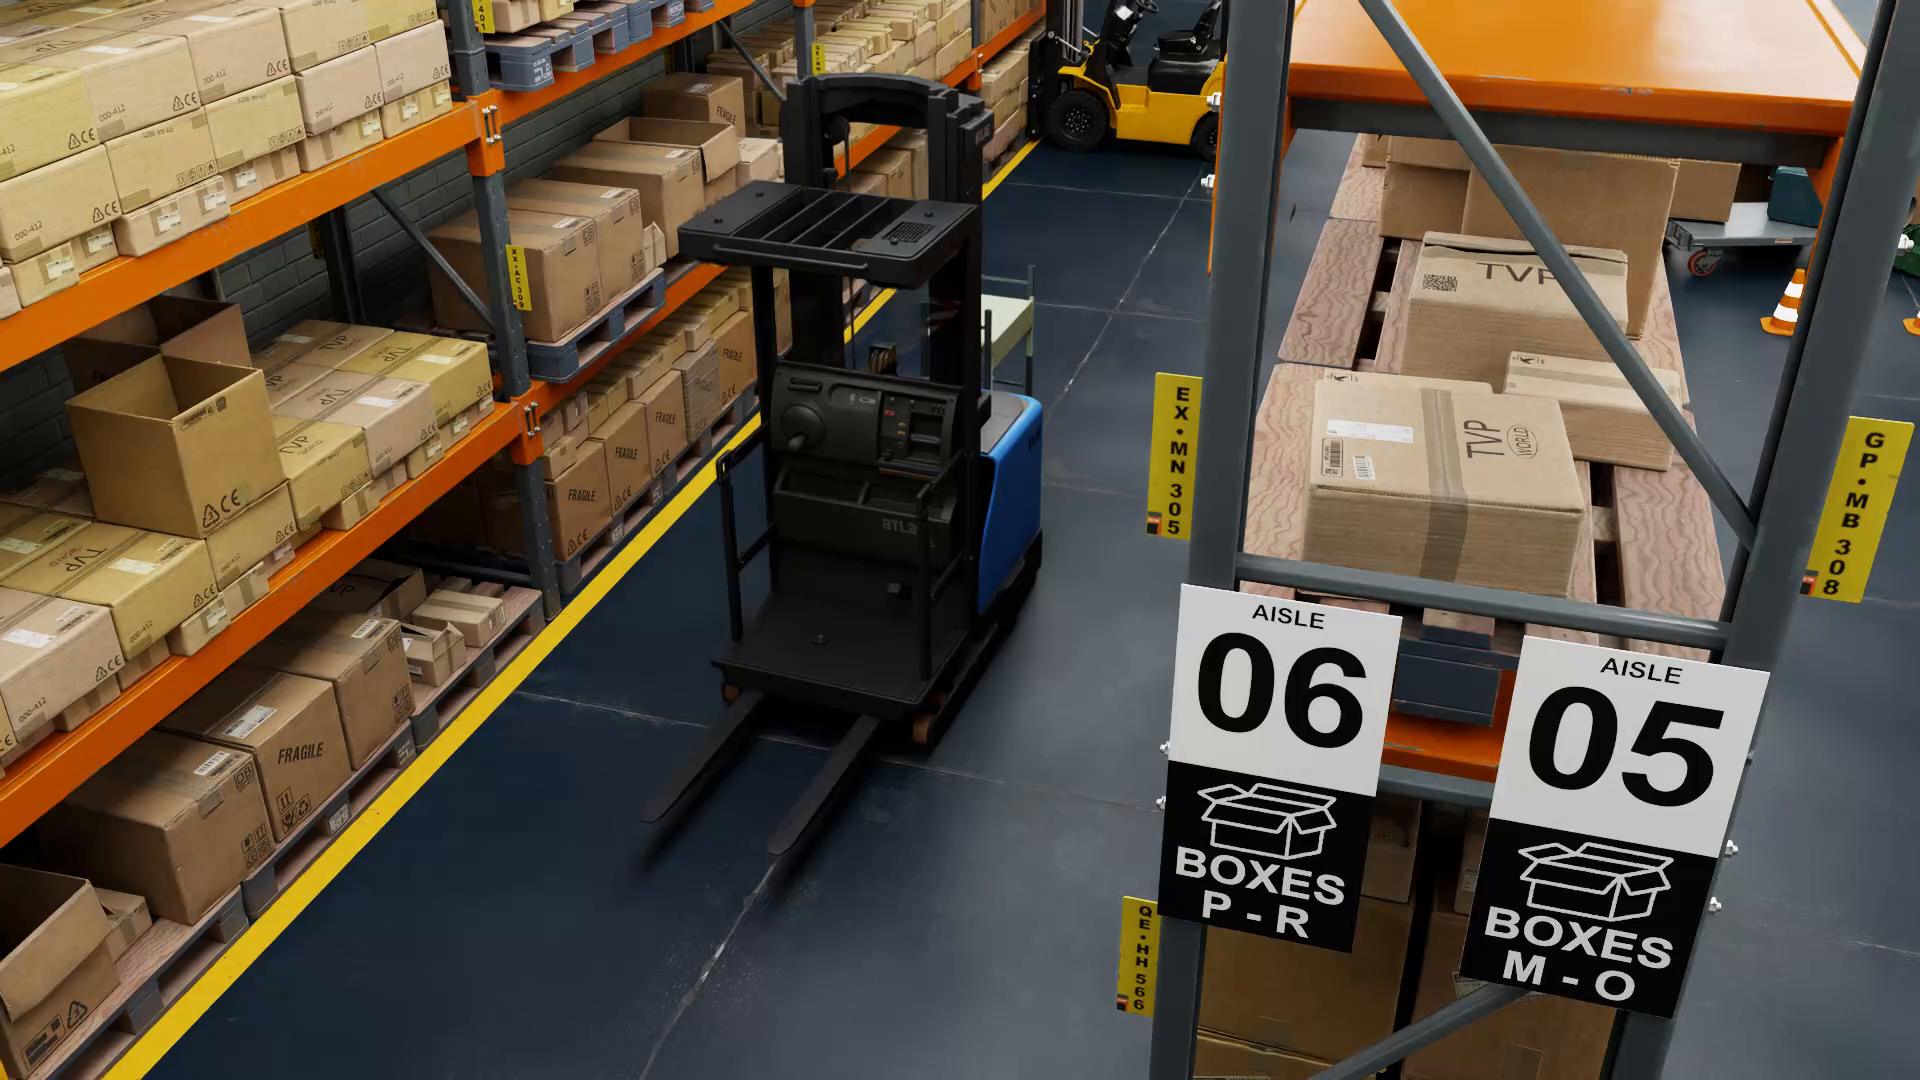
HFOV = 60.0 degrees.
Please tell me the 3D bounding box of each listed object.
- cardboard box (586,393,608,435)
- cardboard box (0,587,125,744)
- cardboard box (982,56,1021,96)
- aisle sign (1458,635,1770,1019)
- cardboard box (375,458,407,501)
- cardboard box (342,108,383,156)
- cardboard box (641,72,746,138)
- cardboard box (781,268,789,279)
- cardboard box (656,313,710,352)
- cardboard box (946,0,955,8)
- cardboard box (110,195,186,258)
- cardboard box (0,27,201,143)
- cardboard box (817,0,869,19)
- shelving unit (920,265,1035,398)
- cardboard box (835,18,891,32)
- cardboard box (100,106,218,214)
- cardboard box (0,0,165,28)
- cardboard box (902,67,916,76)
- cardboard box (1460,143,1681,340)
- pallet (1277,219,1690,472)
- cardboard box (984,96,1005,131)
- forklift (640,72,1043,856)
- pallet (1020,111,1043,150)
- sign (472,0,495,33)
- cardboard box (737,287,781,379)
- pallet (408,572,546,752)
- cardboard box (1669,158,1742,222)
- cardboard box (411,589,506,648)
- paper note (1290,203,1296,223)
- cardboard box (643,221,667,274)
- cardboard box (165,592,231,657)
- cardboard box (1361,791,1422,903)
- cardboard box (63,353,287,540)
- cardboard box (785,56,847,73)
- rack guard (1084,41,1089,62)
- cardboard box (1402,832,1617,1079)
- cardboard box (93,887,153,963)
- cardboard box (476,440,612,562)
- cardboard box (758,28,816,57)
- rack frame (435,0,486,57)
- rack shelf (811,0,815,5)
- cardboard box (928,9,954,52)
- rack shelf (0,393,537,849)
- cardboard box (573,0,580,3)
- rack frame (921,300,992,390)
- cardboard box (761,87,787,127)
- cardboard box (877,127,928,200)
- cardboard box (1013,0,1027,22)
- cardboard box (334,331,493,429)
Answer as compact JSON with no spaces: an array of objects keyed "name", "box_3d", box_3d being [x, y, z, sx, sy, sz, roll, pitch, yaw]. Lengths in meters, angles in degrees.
[{"name":"cardboard box","box_3d":[-2.231,-0.730,9.448,0.380,0.149,0.250,7,30,12]},{"name":"cardboard box","box_3d":[-3.298,0.422,5.754,0.500,0.250,0.500,9,30,15]},{"name":"cardboard box","box_3d":[0.288,-4.519,16.155,0.500,0.250,0.500,9,30,15]},{"name":"aisle sign","box_3d":[1.166,0.539,3.022,0.394,0.787,0.004,8,30,15]},{"name":"cardboard box","box_3d":[-2.726,-0.305,7.472,0.380,0.149,0.250,9,30,16]},{"name":"cardboard box","box_3d":[-2.647,-1.721,6.930,0.380,0.149,0.250,10,30,17]},{"name":"cardboard box","box_3d":[-1.788,-2.835,11.226,0.500,0.500,0.500,10,31,17]},{"name":"cardboard box","box_3d":[-1.391,-1.933,11.612,0.380,0.149,0.250,7,30,12]},{"name":"cardboard box","box_3d":[-1.807,-1.321,10.512,0.380,0.149,0.250,7,30,12]},{"name":"cardboard box","box_3d":[-0.260,-4.698,14.339,0.380,0.149,0.250,8,30,14]},{"name":"cardboard box","box_3d":[-2.977,-1.121,5.853,0.380,0.149,0.250,9,30,15]},{"name":"cardboard box","box_3d":[-3.024,-1.578,5.750,0.500,0.250,0.500,9,30,16]},{"name":"cardboard box","box_3d":[-0.978,-4.411,13.824,0.380,0.149,0.250,8,30,15]},{"name":"shelving unit","box_3d":[0.107,-0.769,9.590,0.431,1.500,0.755,10,31,18]},{"name":"cardboard box","box_3d":[-0.760,-3.994,13.074,0.380,0.149,0.250,8,30,15]},{"name":"cardboard box","box_3d":[-3.023,-1.368,5.887,0.500,0.250,0.500,8,30,14]},{"name":"cardboard box","box_3d":[-3.365,-1.891,6.312,0.500,0.250,0.500,8,30,14]},{"name":"cardboard box","box_3d":[-0.673,-3.645,13.370,0.500,0.250,0.500,9,30,16]},{"name":"cardboard box","box_3d":[1.645,-0.897,4.554,0.500,0.500,0.500,9,30,16]},{"name":"pallet","box_3d":[1.474,-0.587,4.726,1.003,0.211,1.213,8,30,15]},{"name":"cardboard box","box_3d":[0.123,-4.065,15.853,0.500,0.250,0.500,8,30,15]},{"name":"forklift","box_3d":[-0.533,-0.519,7.668,1.130,2.935,3.031,10,31,18]},{"name":"pallet","box_3d":[0.316,-4.397,17.437,1.003,0.211,1.213,8,30,15]},{"name":"sign","box_3d":[-2.141,-2.429,7.413,0.100,0.325,0.005,8,30,15]},{"name":"cardboard box","box_3d":[-1.563,-1.457,11.424,0.500,0.500,0.500,8,30,14]},{"name":"pallet","box_3d":[-2.865,0.572,8.505,1.003,0.211,1.213,8,30,15]},{"name":"cardboard box","box_3d":[6.143,-2.975,13.805,0.500,0.500,0.500,8,30,15]},{"name":"cardboard box","box_3d":[-2.545,0.397,8.450,0.380,0.149,0.250,8,30,13]},{"name":"paper note","box_3d":[0.970,-0.955,4.860,0.006,0.032,0.123,9,30,15]},{"name":"cardboard box","box_3d":[-1.887,-1.681,9.393,0.396,0.266,0.258,10,31,17]},{"name":"cardboard box","box_3d":[-3.052,0.298,6.387,0.380,0.149,0.250,8,30,13]},{"name":"cardboard box","box_3d":[0.824,0.640,3.715,0.380,0.149,0.250,9,30,16]},{"name":"cardboard box","box_3d":[-3.005,-0.368,6.404,0.500,0.500,0.500,9,30,16]},{"name":"cardboard box","box_3d":[-1.036,-3.382,11.974,0.380,0.149,0.250,9,30,16]},{"name":"rack guard","box_3d":[0.867,-5.461,19.053,1.175,0.500,0.348,8,30,15]},{"name":"cardboard box","box_3d":[1.323,0.937,3.849,0.500,0.500,0.500,8,30,14]},{"name":"cardboard box","box_3d":[-3.404,1.493,6.481,0.380,0.149,0.250,7,30,13]},{"name":"cardboard box","box_3d":[-2.305,-0.249,9.252,0.500,0.500,0.500,10,31,17]},{"name":"cardboard box","box_3d":[-1.325,-3.815,12.753,0.380,0.149,0.250,8,30,15]},{"name":"rack frame","box_3d":[-2.662,-3.587,6.942,1.000,3.000,0.127,8,30,15]},{"name":"rack shelf","box_3d":[-0.901,-4.750,12.858,1.077,0.370,4.000,8,30,15]},{"name":"cardboard box","box_3d":[-0.358,-4.332,14.091,0.500,0.250,0.500,8,30,14]},{"name":"rack shelf","box_3d":[-3.249,0.278,6.904,1.077,0.370,4.000,8,30,15]},{"name":"cardboard box","box_3d":[-2.104,-2.723,8.197,0.380,0.149,0.250,9,30,15]},{"name":"rack frame","box_3d":[-0.021,-0.603,9.290,0.400,1.500,0.023,10,31,18]},{"name":"cardboard box","box_3d":[-1.100,-3.145,11.958,0.500,0.250,0.500,8,30,15]},{"name":"cardboard box","box_3d":[-0.691,-3.226,14.474,0.875,0.625,0.625,8,30,14]},{"name":"cardboard box","box_3d":[0.351,-5.376,16.225,0.500,0.500,0.500,8,30,14]},{"name":"cardboard box","box_3d":[-2.578,-0.759,7.876,0.500,0.250,0.500,9,30,16]}]
